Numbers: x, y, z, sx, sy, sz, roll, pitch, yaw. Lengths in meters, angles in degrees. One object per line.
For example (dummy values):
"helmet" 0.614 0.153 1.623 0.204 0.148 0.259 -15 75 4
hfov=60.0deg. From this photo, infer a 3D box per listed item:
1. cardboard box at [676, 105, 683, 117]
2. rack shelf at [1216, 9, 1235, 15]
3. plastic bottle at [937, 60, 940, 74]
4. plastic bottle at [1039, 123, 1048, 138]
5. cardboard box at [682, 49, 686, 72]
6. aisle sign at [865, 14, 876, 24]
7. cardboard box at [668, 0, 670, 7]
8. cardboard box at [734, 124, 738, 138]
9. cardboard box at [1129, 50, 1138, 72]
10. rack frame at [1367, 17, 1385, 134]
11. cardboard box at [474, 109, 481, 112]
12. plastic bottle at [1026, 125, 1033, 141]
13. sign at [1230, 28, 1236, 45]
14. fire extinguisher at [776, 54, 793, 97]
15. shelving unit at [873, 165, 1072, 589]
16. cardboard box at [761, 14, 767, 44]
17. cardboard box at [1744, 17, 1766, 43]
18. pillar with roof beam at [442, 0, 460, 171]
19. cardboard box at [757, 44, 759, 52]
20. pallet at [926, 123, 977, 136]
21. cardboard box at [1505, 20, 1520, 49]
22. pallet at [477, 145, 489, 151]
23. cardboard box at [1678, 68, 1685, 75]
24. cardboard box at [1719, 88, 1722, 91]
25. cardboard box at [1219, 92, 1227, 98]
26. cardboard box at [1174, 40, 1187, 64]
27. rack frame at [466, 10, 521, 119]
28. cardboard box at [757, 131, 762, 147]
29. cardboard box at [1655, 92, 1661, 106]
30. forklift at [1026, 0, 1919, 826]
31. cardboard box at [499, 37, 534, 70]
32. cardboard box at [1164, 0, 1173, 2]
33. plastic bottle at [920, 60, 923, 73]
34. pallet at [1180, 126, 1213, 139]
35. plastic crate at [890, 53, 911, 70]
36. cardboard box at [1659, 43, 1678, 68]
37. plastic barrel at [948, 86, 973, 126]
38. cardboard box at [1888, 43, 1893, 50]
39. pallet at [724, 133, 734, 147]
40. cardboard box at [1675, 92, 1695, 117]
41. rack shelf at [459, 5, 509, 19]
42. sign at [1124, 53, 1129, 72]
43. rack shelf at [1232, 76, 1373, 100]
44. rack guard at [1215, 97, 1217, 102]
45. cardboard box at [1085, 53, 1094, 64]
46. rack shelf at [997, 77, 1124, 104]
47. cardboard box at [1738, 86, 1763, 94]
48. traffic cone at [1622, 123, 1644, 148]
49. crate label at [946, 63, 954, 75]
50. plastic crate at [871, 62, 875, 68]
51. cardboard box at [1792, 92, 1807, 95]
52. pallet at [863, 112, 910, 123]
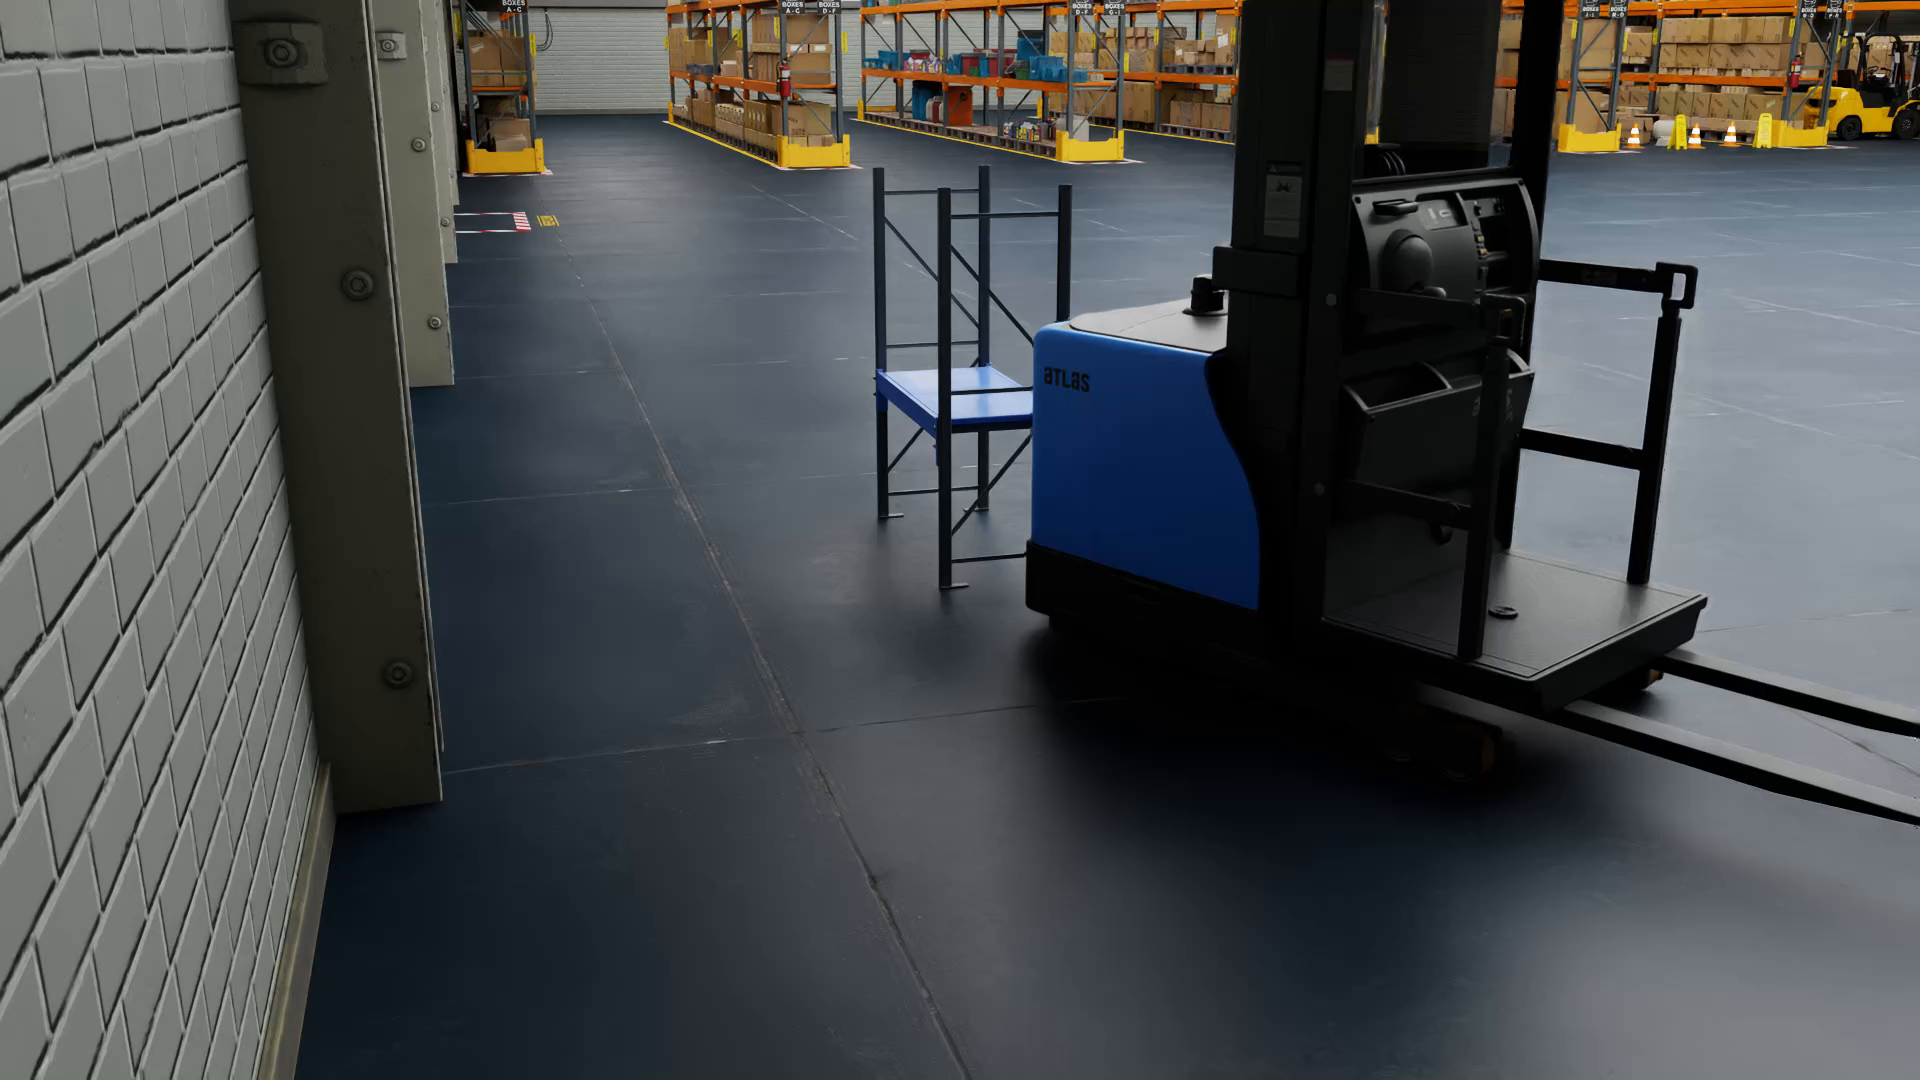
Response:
"cardboard box" -6.680 -10.538 40.835 0.500 0.250 0.500 -5 17 -15
"rack shelf" 8.040 -13.779 43.646 1.077 0.370 4.000 -5 17 -15
"plastic bottle" -0.454 -10.358 36.422 0.061 0.283 0.133 -5 17 -15
"plastic bottle" 1.601 -7.844 31.822 0.152 0.276 0.135 -5 17 -15
"cardboard box" -6.260 -11.296 39.168 0.500 0.500 0.500 -4 17 -14
"aisle sign" -2.374 -13.726 42.913 0.394 0.787 0.004 -5 17 -15
"cardboard box" -6.935 -13.296 41.049 0.500 0.250 0.500 -5 17 -15
"cardboard box" -4.064 -7.891 32.056 0.500 0.250 0.500 -5 17 -16
"cardboard box" 4.242 -11.110 38.549 0.500 0.500 0.500 -5 18 -17
"rack frame" 7.091 -8.450 29.869 1.000 3.000 0.127 -5 17 -15
"cardboard box" -9.117 -8.155 32.467 0.700 0.500 0.500 -5 17 -15
"plastic bottle" 1.322 -7.548 30.837 0.152 0.276 0.135 -5 17 -17
"sign" 5.459 -10.066 33.237 0.100 0.325 0.005 -5 17 -15
"fire extinguisher" -2.849 -7.562 27.045 0.296 0.674 0.183 -5 17 -15
"shelving unit" 0.023 -0.695 6.658 0.538 1.500 1.048 -5 17 -15
"cardboard box" -3.129 -9.043 29.414 0.700 0.500 0.500 -5 17 -15
"cardboard box" 16.137 -10.167 33.157 0.700 0.500 0.500 -5 17 -15
"pillar with roof beam" -4.081 -10.614 26.645 9.100 9.000 0.400 -5 17 -15
"cardboard box" -3.431 -8.830 29.833 0.380 0.149 0.250 -5 17 -16
"pallet" -0.126 -9.151 37.049 1.003 0.211 1.213 -5 17 -15
"cardboard box" 11.289 -9.956 32.744 0.875 0.550 0.500 -5 17 -15
"pallet" -8.077 -6.863 29.434 1.003 0.211 1.213 -5 17 -15
"cardboard box" 15.520 -9.970 35.367 0.380 0.149 0.250 -5 17 -16
"cardboard box" 19.349 -11.323 41.922 0.380 0.149 0.250 -4 17 -12
"cardboard box" 7.308 -12.189 45.507 0.380 0.149 0.250 -6 18 -18
"cardboard box" 5.080 -10.766 36.675 0.500 0.500 0.500 -7 18 -22
"rack frame" -9.395 -9.488 33.325 1.000 3.000 0.127 -5 17 -15
"cardboard box" -3.290 -7.091 29.395 0.500 0.250 0.500 -5 17 -15
"cardboard box" 18.435 -11.370 43.204 0.500 0.500 0.500 -5 18 -17
"forklift" 1.600 -0.887 4.810 1.130 2.935 3.031 -15 22 -40
"cardboard box" -7.039 -7.728 26.388 0.500 0.500 0.500 -5 17 -15
"cardboard box" 4.777 -11.878 36.326 0.500 0.250 0.500 -4 17 -14
"plastic bottle" -0.857 -10.777 37.838 0.097 0.271 0.097 0 17 0
"pallet" 5.438 -8.774 35.796 1.003 0.211 1.213 -5 17 -15
"plastic crate" -1.425 -11.501 39.950 0.392 0.384 0.575 -5 17 -15
"cardboard box" 15.373 -10.387 35.625 0.500 0.500 0.500 -5 17 -15
"plastic barrel" -0.020 -9.567 36.630 0.600 0.830 0.708 -5 17 -15
"cardboard box" 20.365 -10.695 36.041 0.380 0.149 0.250 -5 17 -16
"pallet" -4.113 -7.978 33.144 1.003 0.211 1.213 -5 17 -15
"cardboard box" 15.581 -9.252 35.284 0.500 0.500 0.500 -4 17 -13
"rack shelf" -9.945 -11.133 34.839 1.077 0.370 4.000 -5 17 -15
"sign" 2.859 -8.233 28.667 0.100 0.325 0.005 -5 17 -15
"rack shelf" 6.542 -8.659 31.814 1.077 0.370 4.000 -5 17 -15
"rack guard" 7.512 -12.022 46.105 1.175 0.500 0.348 -5 17 -15
"cardboard box" 3.420 -11.941 41.236 0.500 0.250 0.500 -5 17 -16
"rack shelf" 1.779 -8.267 30.511 1.077 0.370 4.000 -5 17 -15
"cardboard box" 15.983 -9.085 33.601 0.380 0.149 0.250 -4 17 -14
"traffic cone" 13.107 -7.859 32.309 0.336 0.463 0.334 -5 17 -15
"crate label" -0.114 -10.045 35.470 0.303 0.233 0.416 -5 17 -15
"plastic crate" -2.122 -12.010 42.073 0.250 0.136 0.298 -5 17 -15
"cardboard box" 19.932 -10.156 38.946 0.875 0.625 0.625 -5 17 -16
"pallet" -1.879 -10.918 42.931 1.003 0.211 1.213 -5 17 -15
